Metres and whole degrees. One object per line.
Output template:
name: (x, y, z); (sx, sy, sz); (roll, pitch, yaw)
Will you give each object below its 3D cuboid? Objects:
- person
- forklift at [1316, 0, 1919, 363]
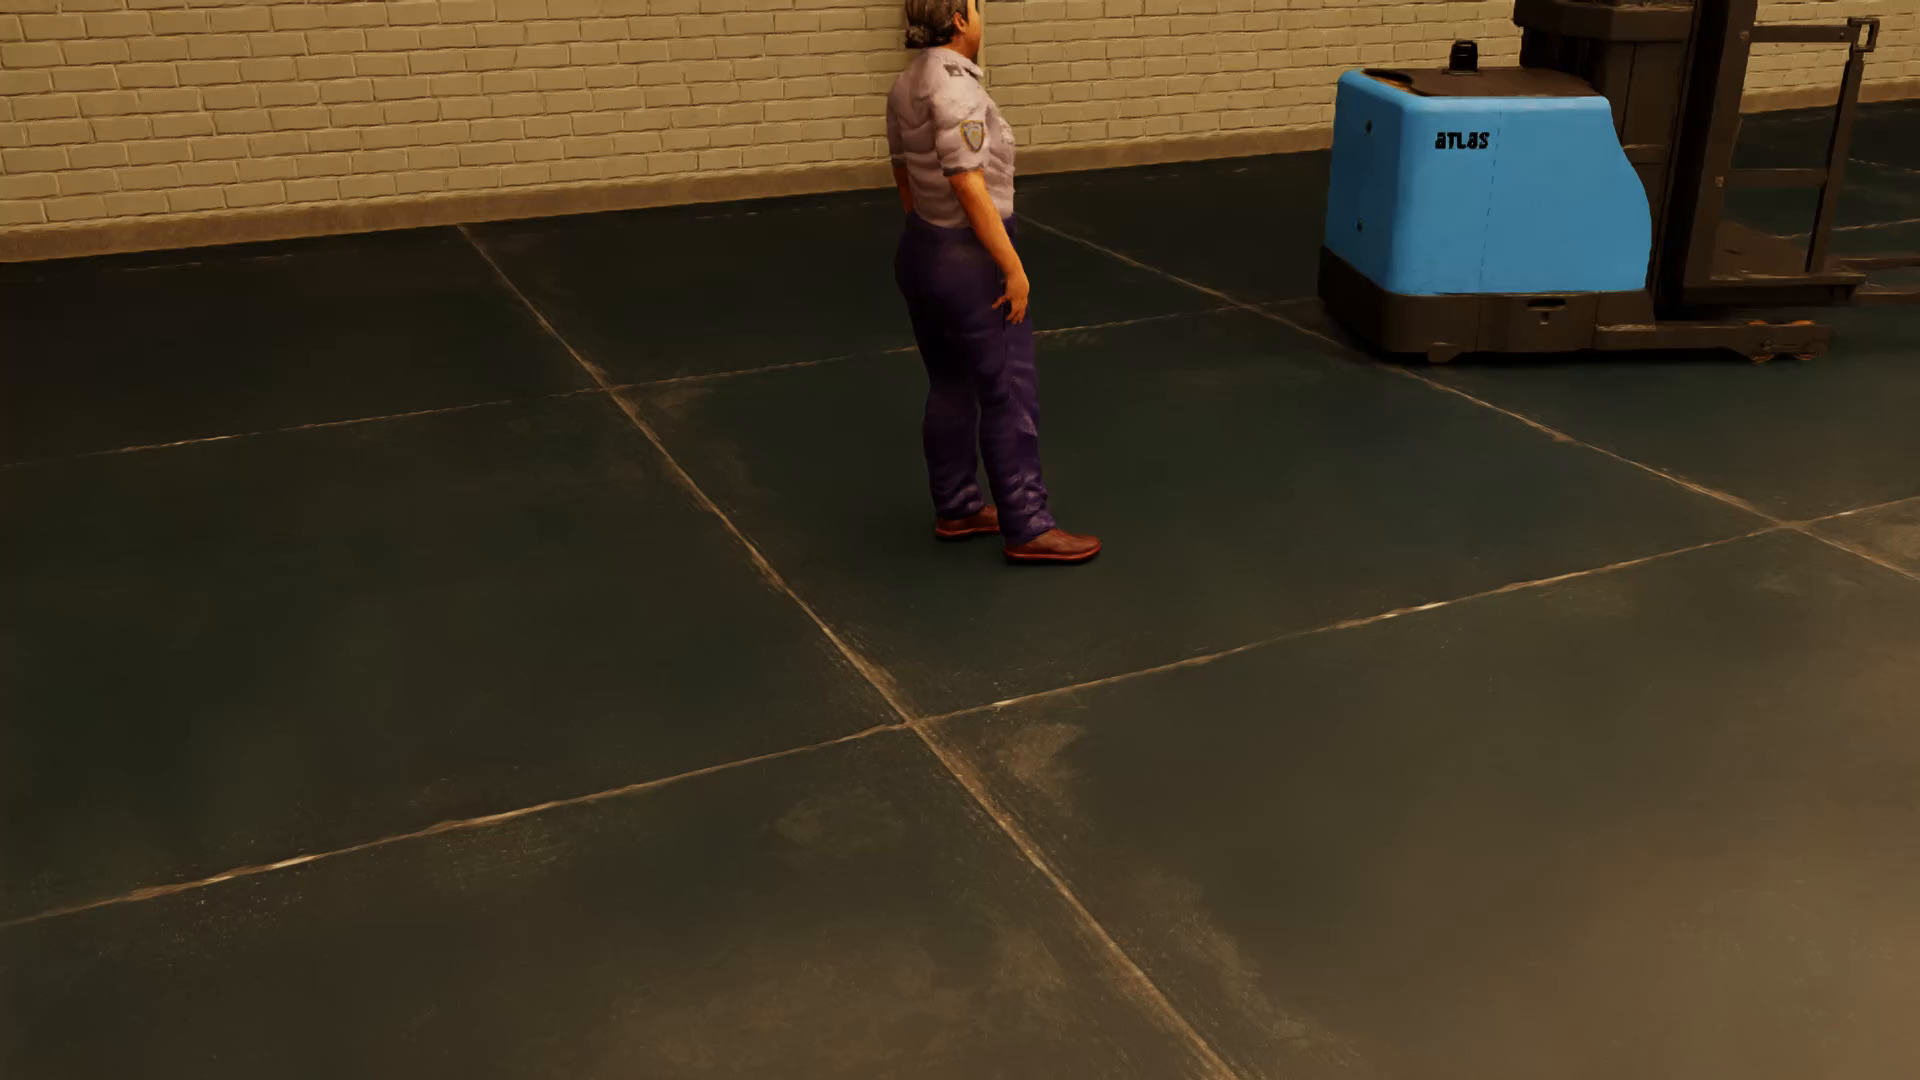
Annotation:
person: (0.091, -0.774, 4.804); (0.502, 1.650, 0.599); (-10, 25, -23)
forklift: (3.179, -2.293, 6.805); (3.031, 2.935, 1.130); (-2, 23, -5)
